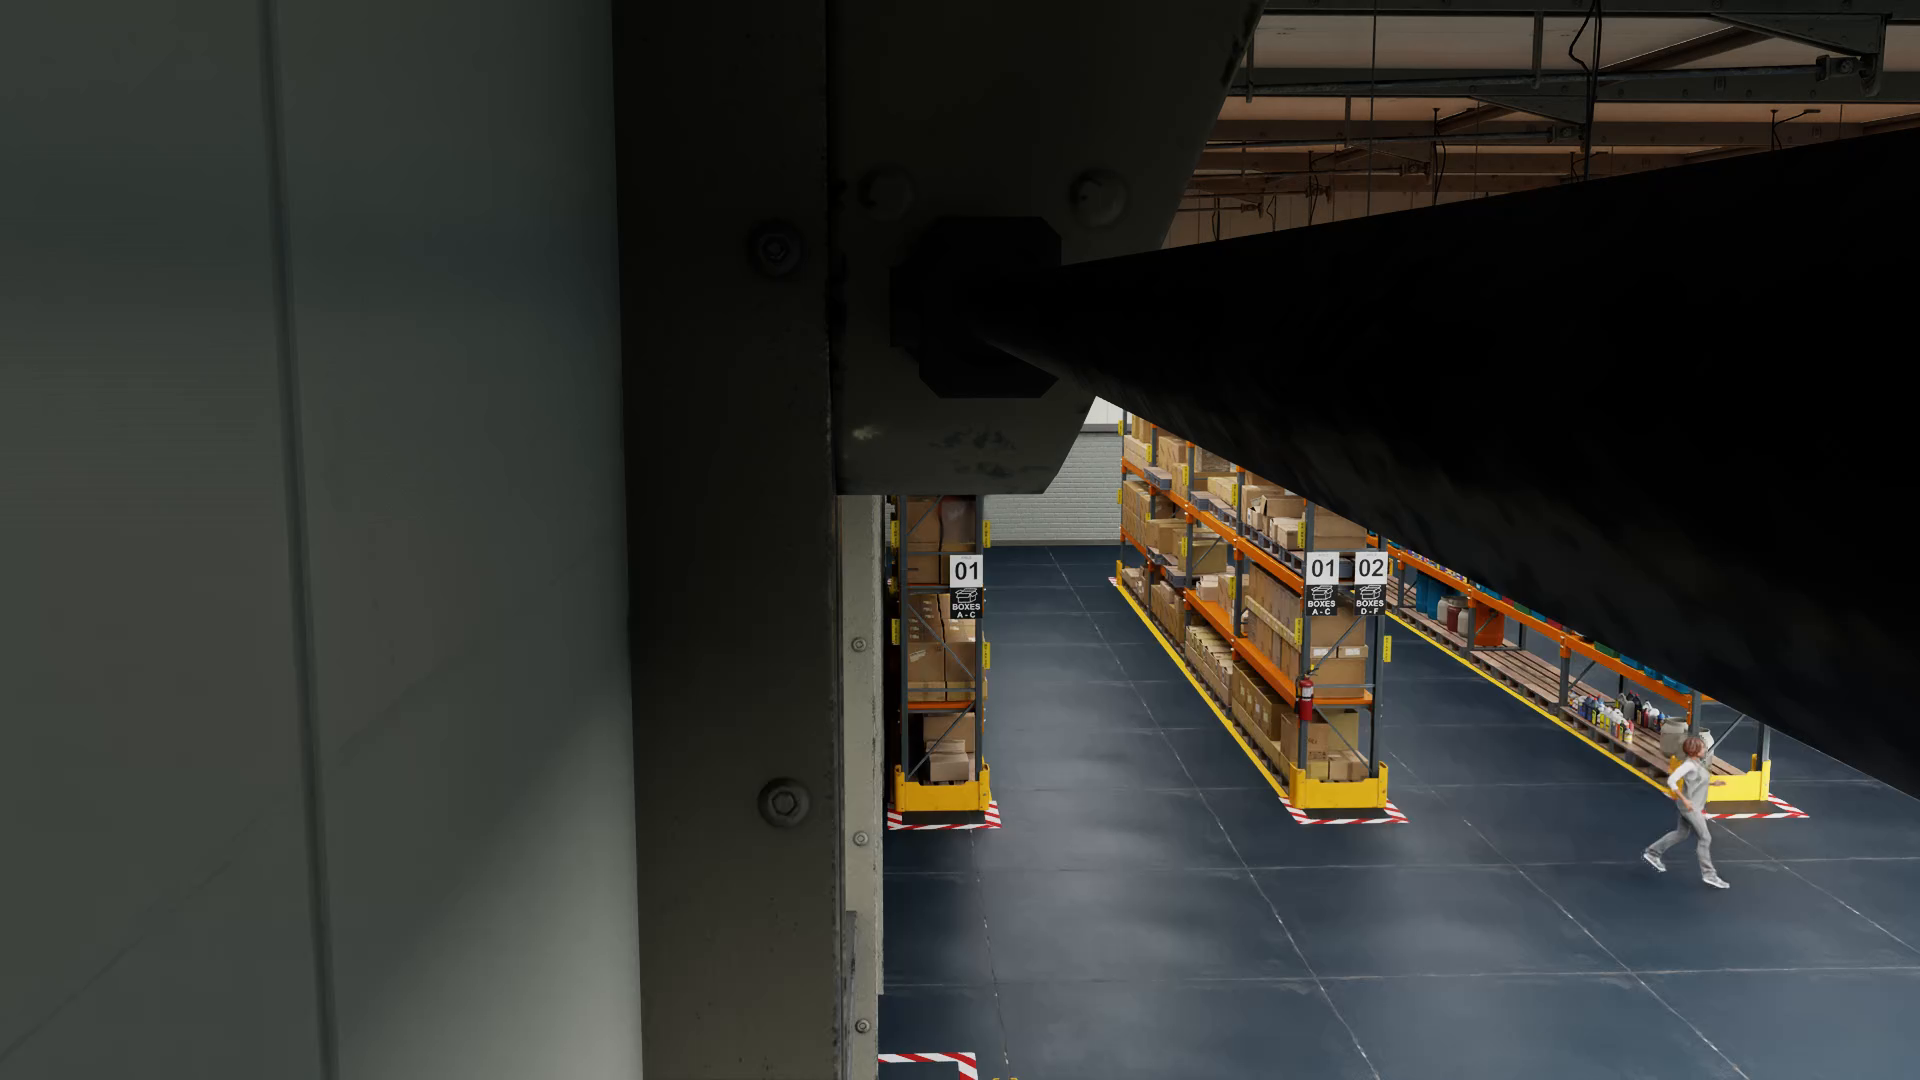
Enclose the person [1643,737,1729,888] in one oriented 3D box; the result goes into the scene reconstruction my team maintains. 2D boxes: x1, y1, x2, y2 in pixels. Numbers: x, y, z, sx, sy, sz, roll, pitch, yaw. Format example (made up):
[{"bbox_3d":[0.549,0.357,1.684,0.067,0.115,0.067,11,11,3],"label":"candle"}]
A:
[{"bbox_3d":[7.854,2.898,17.896,0.871,1.589,0.531,4,9,26],"label":"person"}]
